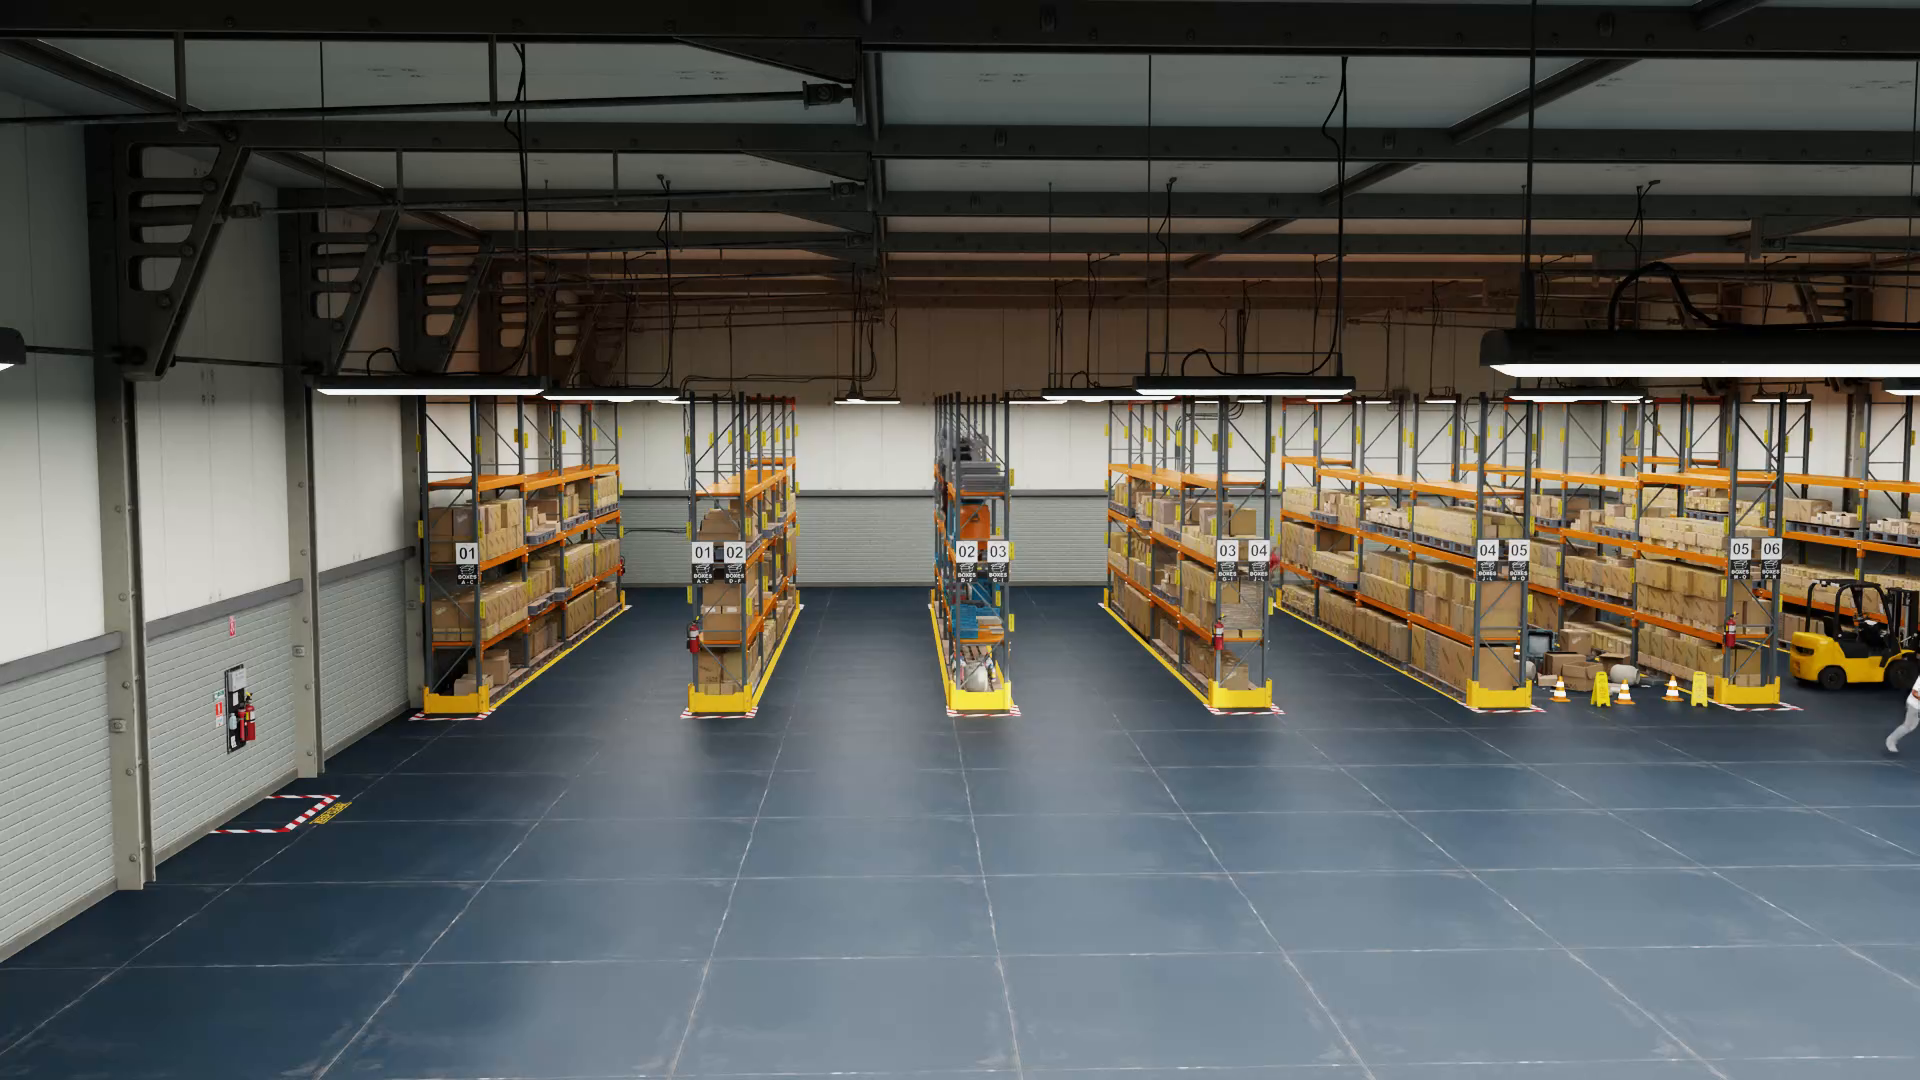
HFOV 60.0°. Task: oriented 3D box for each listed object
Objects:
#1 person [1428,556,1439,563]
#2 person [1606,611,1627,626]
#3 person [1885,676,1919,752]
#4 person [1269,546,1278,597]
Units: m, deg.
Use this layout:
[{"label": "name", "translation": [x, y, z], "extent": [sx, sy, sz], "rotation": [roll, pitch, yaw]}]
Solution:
[{"label": "person", "translation": [14.005, 0.972, 49.313], "extent": [0.627, 1.598, 0.617], "rotation": [0, 5, 4]}, {"label": "person", "translation": [17.090, 1.389, 43.192], "extent": [0.665, 1.826, 0.812], "rotation": [-1, 5, -14]}, {"label": "person", "translation": [15.572, 2.753, 26.998], "extent": [0.747, 1.718, 1.046], "rotation": [-2, 5, -27]}, {"label": "person", "translation": [9.066, 0.976, 49.006], "extent": [0.529, 1.639, 0.713], "rotation": [0, 5, 1]}]
